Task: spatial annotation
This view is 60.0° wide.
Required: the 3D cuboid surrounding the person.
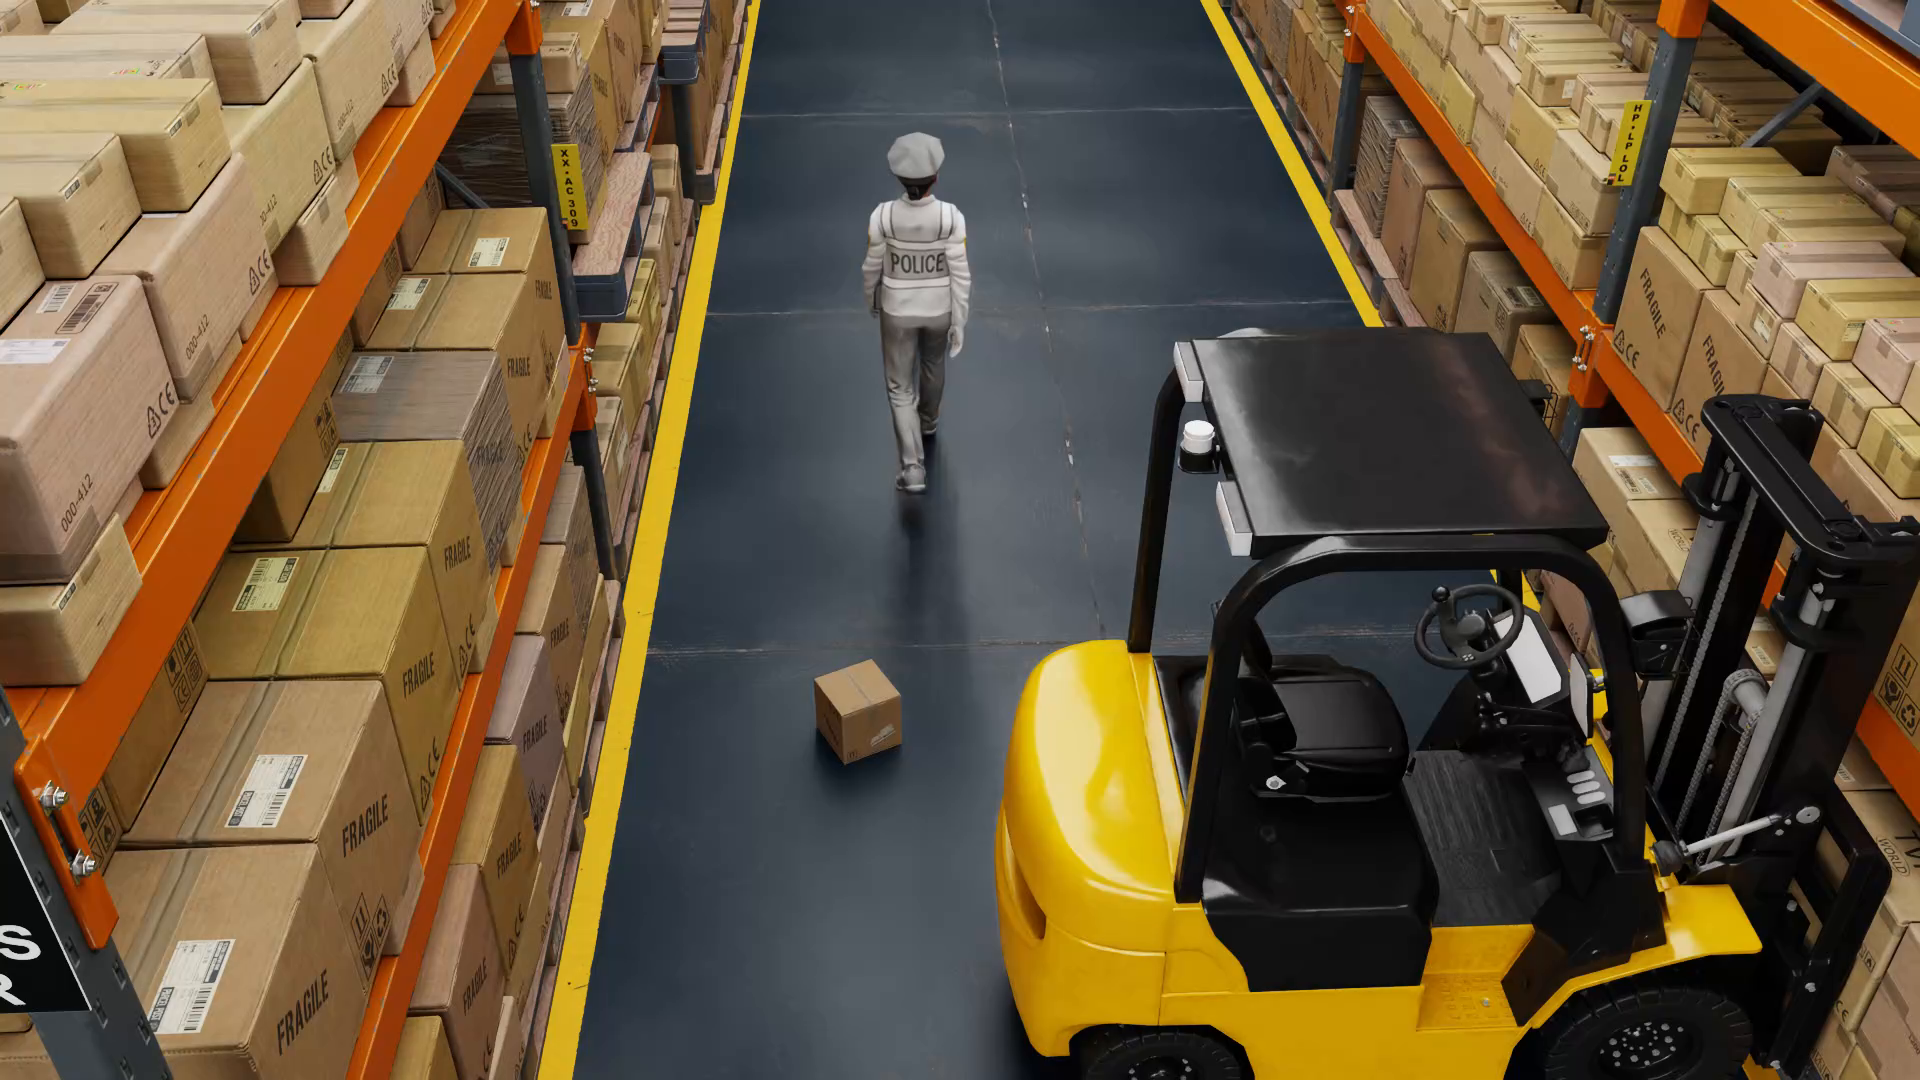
[{"bbox_3d":[-0.201,-1.057,7.594,0.480,1.639,0.993,-5,36,-7],"label":"person"}]
